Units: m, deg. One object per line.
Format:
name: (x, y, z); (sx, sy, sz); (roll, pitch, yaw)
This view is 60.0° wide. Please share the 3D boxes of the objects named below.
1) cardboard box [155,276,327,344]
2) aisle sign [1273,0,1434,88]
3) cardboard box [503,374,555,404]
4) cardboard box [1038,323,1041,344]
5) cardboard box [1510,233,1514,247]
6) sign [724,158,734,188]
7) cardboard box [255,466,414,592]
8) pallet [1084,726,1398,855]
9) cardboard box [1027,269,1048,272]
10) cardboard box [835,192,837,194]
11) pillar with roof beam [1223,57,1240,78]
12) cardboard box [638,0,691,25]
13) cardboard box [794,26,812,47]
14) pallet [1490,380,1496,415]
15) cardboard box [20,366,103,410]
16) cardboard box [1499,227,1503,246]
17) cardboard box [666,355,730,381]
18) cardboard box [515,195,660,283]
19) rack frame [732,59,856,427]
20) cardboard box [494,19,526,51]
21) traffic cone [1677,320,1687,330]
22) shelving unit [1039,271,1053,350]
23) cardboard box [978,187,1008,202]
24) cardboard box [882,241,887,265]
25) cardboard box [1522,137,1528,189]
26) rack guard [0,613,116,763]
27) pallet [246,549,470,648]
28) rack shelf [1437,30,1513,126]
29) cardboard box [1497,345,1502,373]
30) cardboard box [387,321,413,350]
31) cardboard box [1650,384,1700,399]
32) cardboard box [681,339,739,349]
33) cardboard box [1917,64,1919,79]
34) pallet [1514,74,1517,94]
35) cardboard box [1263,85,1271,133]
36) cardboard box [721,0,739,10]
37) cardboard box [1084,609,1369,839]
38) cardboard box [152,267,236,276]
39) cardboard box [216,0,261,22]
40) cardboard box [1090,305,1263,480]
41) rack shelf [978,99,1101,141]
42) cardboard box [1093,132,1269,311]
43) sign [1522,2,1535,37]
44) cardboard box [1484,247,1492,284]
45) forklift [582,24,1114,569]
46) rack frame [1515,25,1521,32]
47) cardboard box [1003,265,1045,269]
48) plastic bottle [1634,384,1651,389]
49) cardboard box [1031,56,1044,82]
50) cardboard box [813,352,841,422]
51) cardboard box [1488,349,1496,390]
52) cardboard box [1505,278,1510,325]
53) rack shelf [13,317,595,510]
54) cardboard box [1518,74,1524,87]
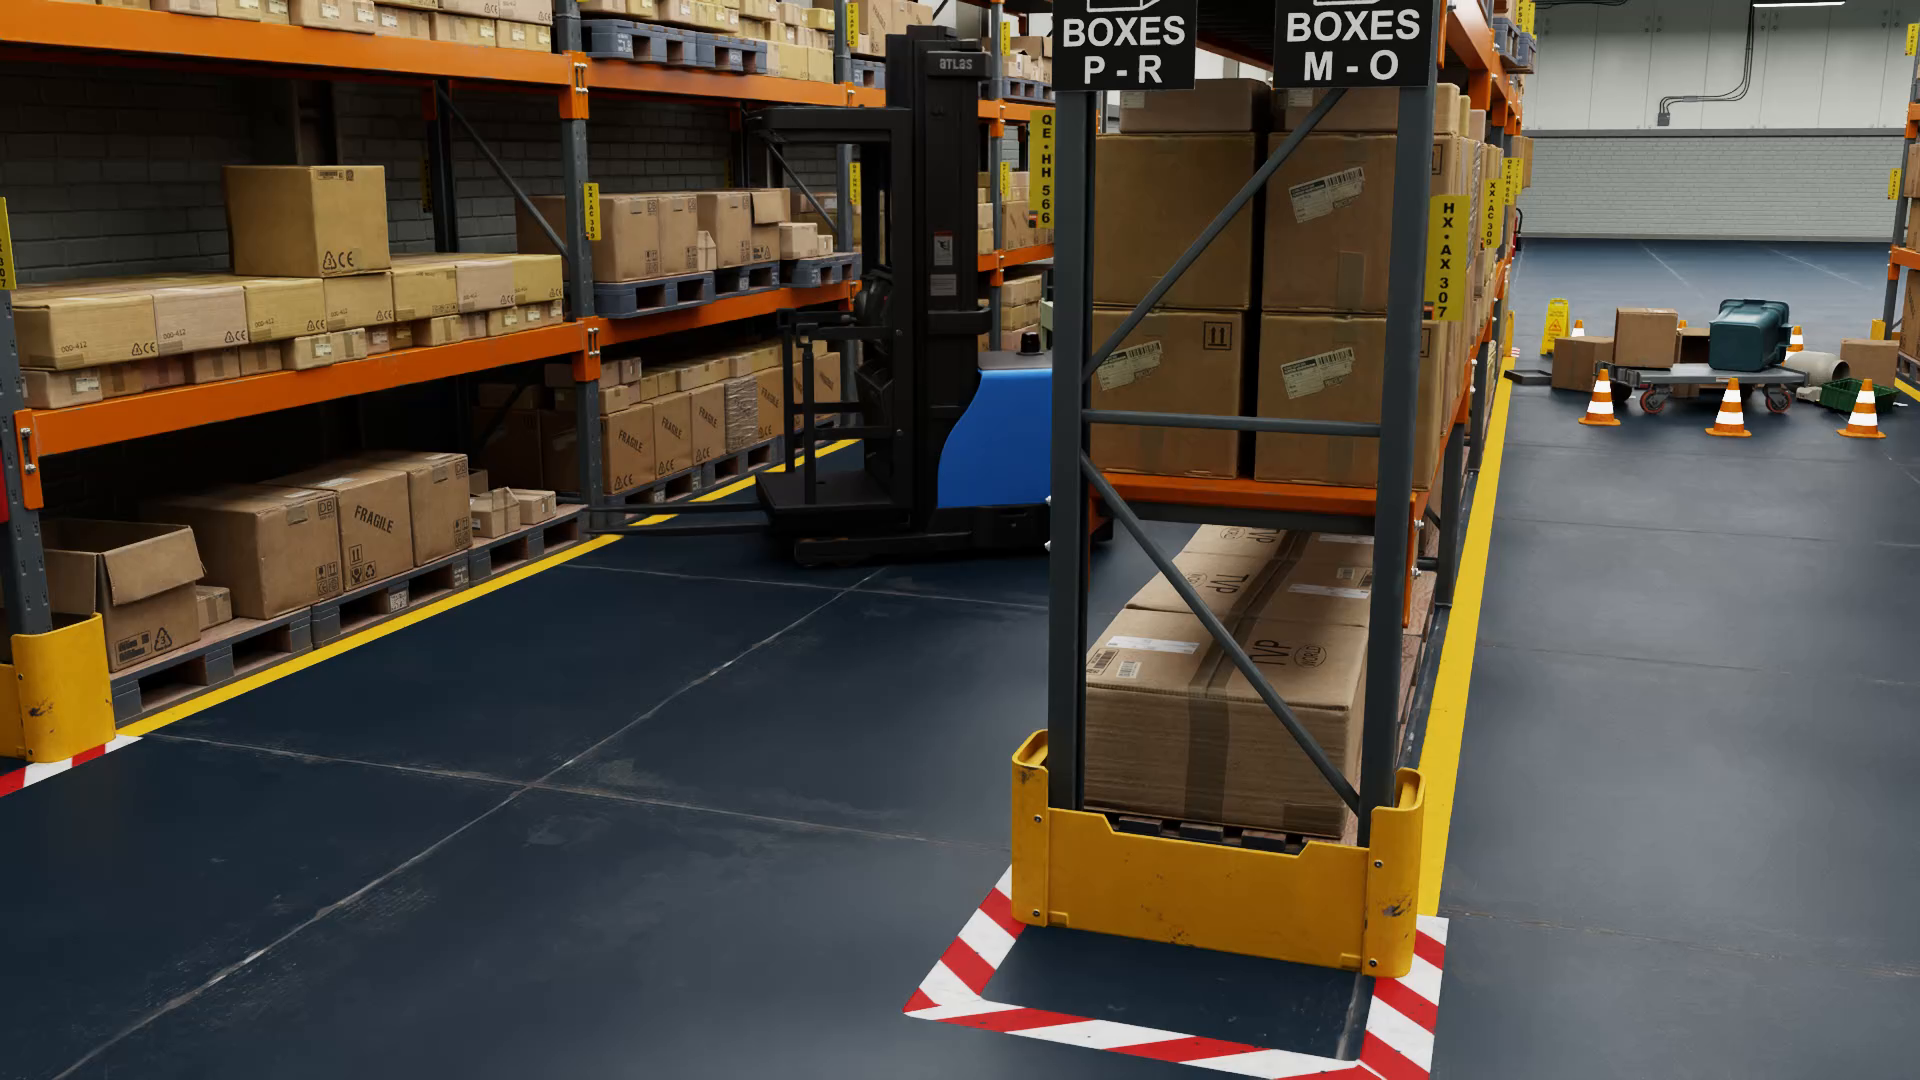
cardboard box: (-3.219, -1.037, 7.460); (0.500, 0.250, 0.500); (4, 13, 17)
aisle sign: (1.004, -1.551, 4.200); (0.394, 0.787, 0.004); (4, 14, 18)
cardboard box: (-2.724, -0.975, 10.733); (0.380, 0.149, 0.250); (4, 14, 18)
cardboard box: (0.709, -2.362, 18.832); (0.500, 0.250, 0.500); (5, 14, 19)
cardboard box: (5.876, -3.302, 18.276); (0.380, 0.149, 0.250); (5, 14, 19)
sign: (-1.883, -2.964, 13.632); (0.100, 0.325, 0.005); (4, 14, 18)
cardboard box: (-3.078, -0.065, 8.207); (0.500, 0.500, 0.500); (5, 14, 19)
pallet: (0.938, 0.866, 5.719); (1.003, 0.211, 1.213); (4, 14, 18)
cardboard box: (1.064, -3.062, 19.652); (0.500, 0.250, 0.500); (5, 14, 19)
cardboard box: (-1.151, -3.028, 14.831); (0.380, 0.149, 0.250); (4, 14, 18)
pillar with roof beam: (10.051, -10.368, 35.190); (9.100, 9.000, 0.400); (4, 14, 18)
cardboard box: (-1.909, -3.305, 10.384); (0.380, 0.149, 0.250); (5, 14, 19)
cardboard box: (-1.346, -3.799, 12.591); (0.380, 0.149, 0.250); (4, 13, 17)
pallet: (4.385, -1.323, 15.308); (1.003, 0.211, 1.213); (4, 14, 18)
cardboard box: (-3.579, -0.603, 6.454); (0.380, 0.149, 0.250); (4, 14, 18)
cardboard box: (4.500, -2.635, 14.413); (0.380, 0.149, 0.250); (4, 14, 19)
cardboard box: (-1.860, -1.215, 11.788); (0.380, 0.149, 0.250); (4, 14, 19)
cardboard box: (-2.283, -1.857, 10.217); (0.700, 0.500, 0.500); (5, 14, 20)
rack frame: (-1.357, -2.360, 13.589); (1.000, 3.000, 0.127); (4, 14, 18)
cardboard box: (-2.570, -2.710, 8.943); (0.380, 0.149, 0.250); (4, 14, 18)
traffic cone: (8.172, -2.260, 18.849); (0.336, 0.463, 0.334); (4, 14, 18)
shelving unit: (0.788, -0.989, 10.951); (0.431, 1.500, 0.755); (-1, 13, -6)
cardboard box: (0.290, -3.616, 17.407); (0.380, 0.149, 0.250); (4, 13, 18)
cardboard box: (-0.814, -2.469, 14.400); (0.500, 0.250, 0.500); (4, 13, 17)
cardboard box: (5.357, -3.814, 16.817); (0.700, 0.500, 0.500); (4, 13, 17)
rack guard: (-3.920, 0.527, 6.557); (1.175, 0.500, 0.348); (4, 14, 18)
pallet: (-3.267, 0.244, 8.447); (1.003, 0.211, 1.213); (4, 14, 18)
rack shelf: (2.694, -2.694, 9.928); (1.077, 0.370, 4.000); (4, 14, 18)
cardboard box: (5.082, -1.815, 16.435); (0.500, 0.250, 0.500); (4, 13, 16)
cardboard box: (-2.996, -1.042, 8.378); (0.380, 0.149, 0.250); (5, 14, 19)
cardboard box: (6.930, -1.530, 16.095); (0.258, 0.266, 0.396); (-5, 14, -21)
cardboard box: (-1.936, -1.463, 12.874); (0.380, 0.149, 0.250); (5, 14, 19)
cardboard box: (10.232, -4.897, 17.359); (0.380, 0.149, 0.250); (4, 14, 19)
pallet: (4.335, -4.095, 14.868); (1.213, 0.211, 1.003); (4, 14, 18)
cardboard box: (0.739, -1.317, 5.088); (0.380, 0.149, 0.250); (5, 14, 19)
cardboard box: (-1.696, -3.616, 11.078); (0.380, 0.149, 0.250); (4, 14, 19)
cardboard box: (0.872, 0.579, 5.525); (0.875, 0.438, 0.875); (4, 13, 16)
cardboard box: (-3.545, -1.186, 8.114); (0.500, 0.250, 0.500); (4, 14, 18)
cardboard box: (-3.207, -2.277, 7.047); (0.380, 0.149, 0.250); (4, 14, 18)
cardboard box: (0.659, -0.489, 5.164); (0.500, 0.500, 0.500); (4, 14, 19)
rack shelf: (0.585, -4.735, 18.870); (1.077, 0.370, 4.000); (4, 14, 18)
cardboard box: (0.684, -0.974, 5.044); (0.500, 0.500, 0.500); (5, 14, 20)
sign: (5.162, -4.713, 15.110); (0.100, 0.325, 0.005); (4, 14, 18)
cardboard box: (2.787, -1.621, 9.562); (0.500, 0.250, 0.500); (5, 14, 19)
forklift: (-0.676, -1.397, 9.522); (3.031, 2.935, 1.130); (-3, 13, -12)
rack frame: (4.636, -5.771, 15.049); (1.000, 3.000, 0.127); (4, 14, 18)
cardboard box: (0.739, -3.204, 20.271); (0.500, 0.250, 0.500); (4, 14, 18)
plastic bottle: (6.828, -1.550, 16.642); (0.133, 0.061, 0.283); (7, 15, 28)
cardboard box: (0.705, -5.144, 18.176); (0.396, 0.266, 0.258); (4, 13, 17)
cardboard box: (-1.290, -1.242, 13.362); (0.500, 0.500, 0.500); (5, 14, 20)
cardboard box: (4.239, -1.507, 14.813); (0.950, 0.372, 0.625); (5, 14, 22)
cardboard box: (5.752, -2.621, 18.278); (0.500, 0.500, 0.500); (5, 14, 20)
rack shelf: (-3.298, -0.746, 8.134); (1.077, 0.370, 4.000); (4, 14, 18)
cardboard box: (5.369, -4.667, 16.623); (0.500, 0.250, 0.500); (4, 14, 19)
